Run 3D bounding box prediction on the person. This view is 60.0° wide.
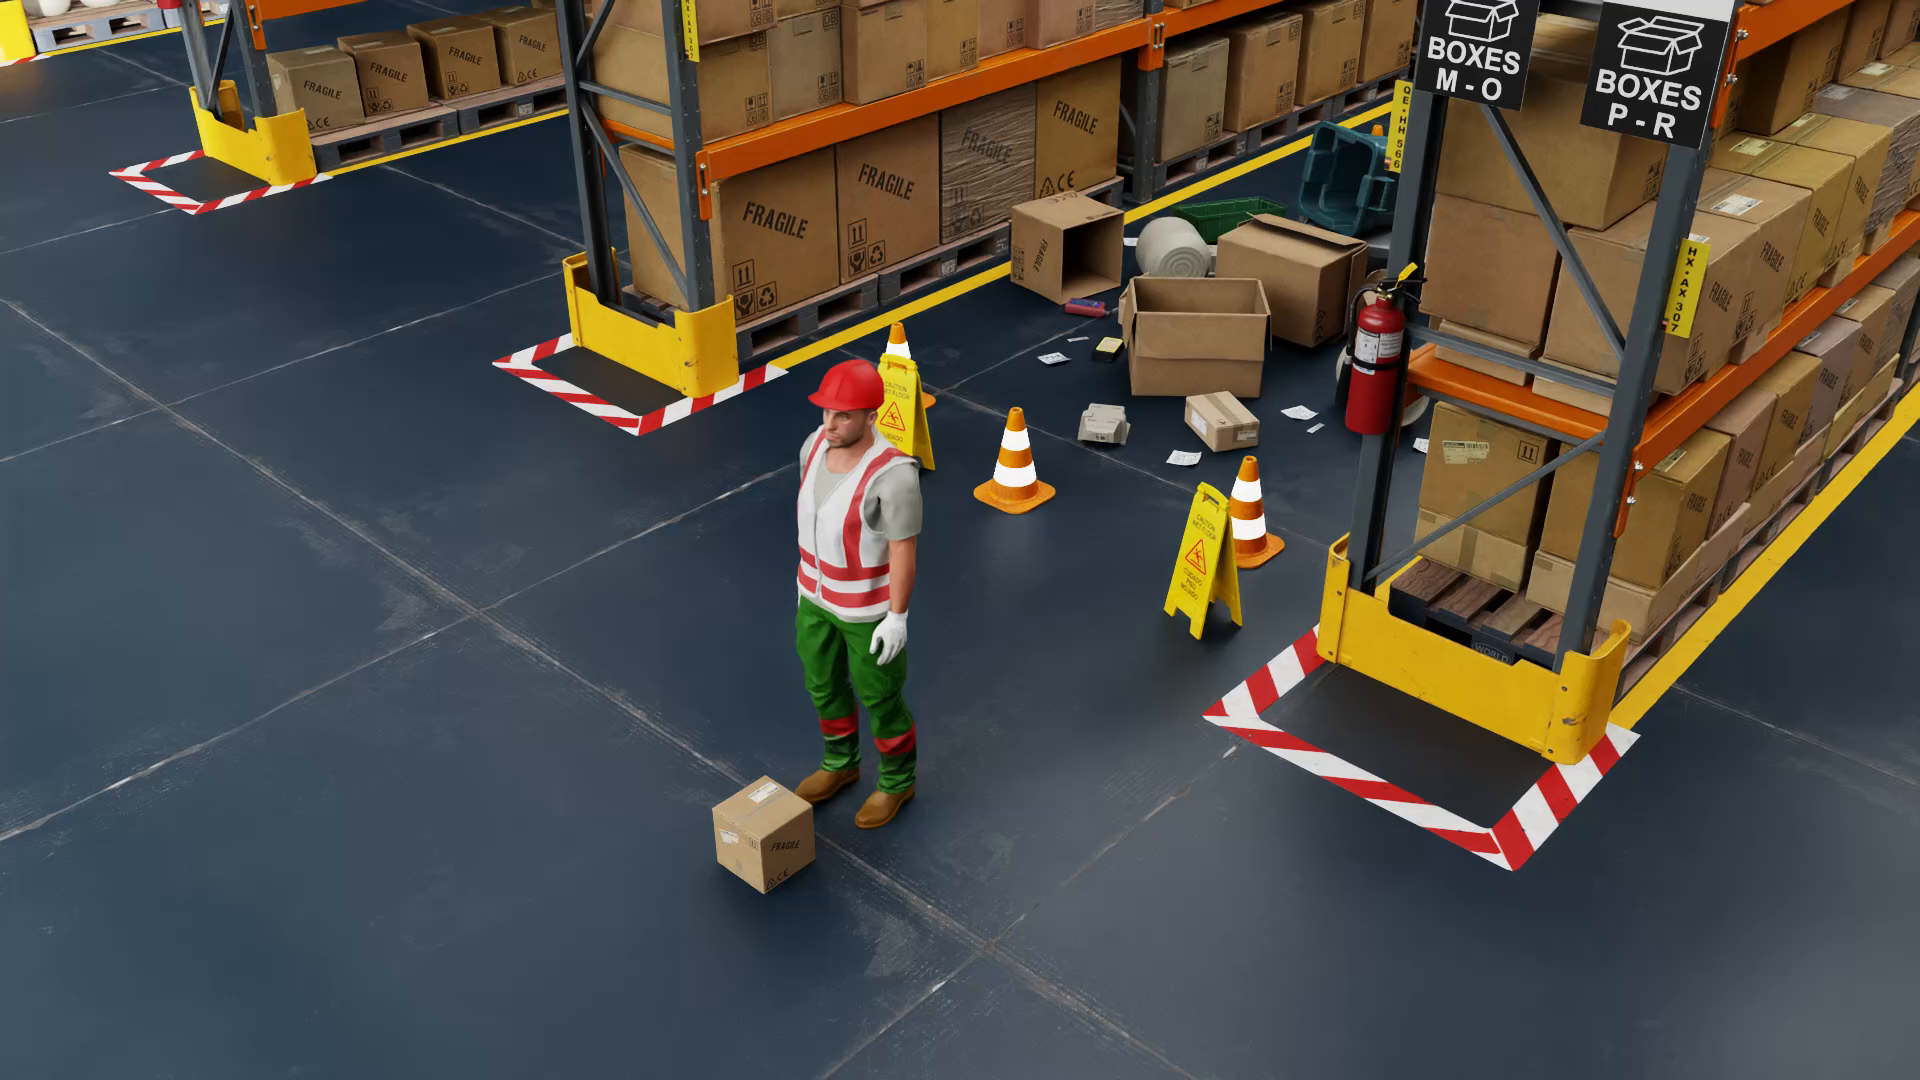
[{"bbox_3d":[-0.380,0.210,5.768,0.523,1.795,0.373,26,40,36],"label":"person"}]
